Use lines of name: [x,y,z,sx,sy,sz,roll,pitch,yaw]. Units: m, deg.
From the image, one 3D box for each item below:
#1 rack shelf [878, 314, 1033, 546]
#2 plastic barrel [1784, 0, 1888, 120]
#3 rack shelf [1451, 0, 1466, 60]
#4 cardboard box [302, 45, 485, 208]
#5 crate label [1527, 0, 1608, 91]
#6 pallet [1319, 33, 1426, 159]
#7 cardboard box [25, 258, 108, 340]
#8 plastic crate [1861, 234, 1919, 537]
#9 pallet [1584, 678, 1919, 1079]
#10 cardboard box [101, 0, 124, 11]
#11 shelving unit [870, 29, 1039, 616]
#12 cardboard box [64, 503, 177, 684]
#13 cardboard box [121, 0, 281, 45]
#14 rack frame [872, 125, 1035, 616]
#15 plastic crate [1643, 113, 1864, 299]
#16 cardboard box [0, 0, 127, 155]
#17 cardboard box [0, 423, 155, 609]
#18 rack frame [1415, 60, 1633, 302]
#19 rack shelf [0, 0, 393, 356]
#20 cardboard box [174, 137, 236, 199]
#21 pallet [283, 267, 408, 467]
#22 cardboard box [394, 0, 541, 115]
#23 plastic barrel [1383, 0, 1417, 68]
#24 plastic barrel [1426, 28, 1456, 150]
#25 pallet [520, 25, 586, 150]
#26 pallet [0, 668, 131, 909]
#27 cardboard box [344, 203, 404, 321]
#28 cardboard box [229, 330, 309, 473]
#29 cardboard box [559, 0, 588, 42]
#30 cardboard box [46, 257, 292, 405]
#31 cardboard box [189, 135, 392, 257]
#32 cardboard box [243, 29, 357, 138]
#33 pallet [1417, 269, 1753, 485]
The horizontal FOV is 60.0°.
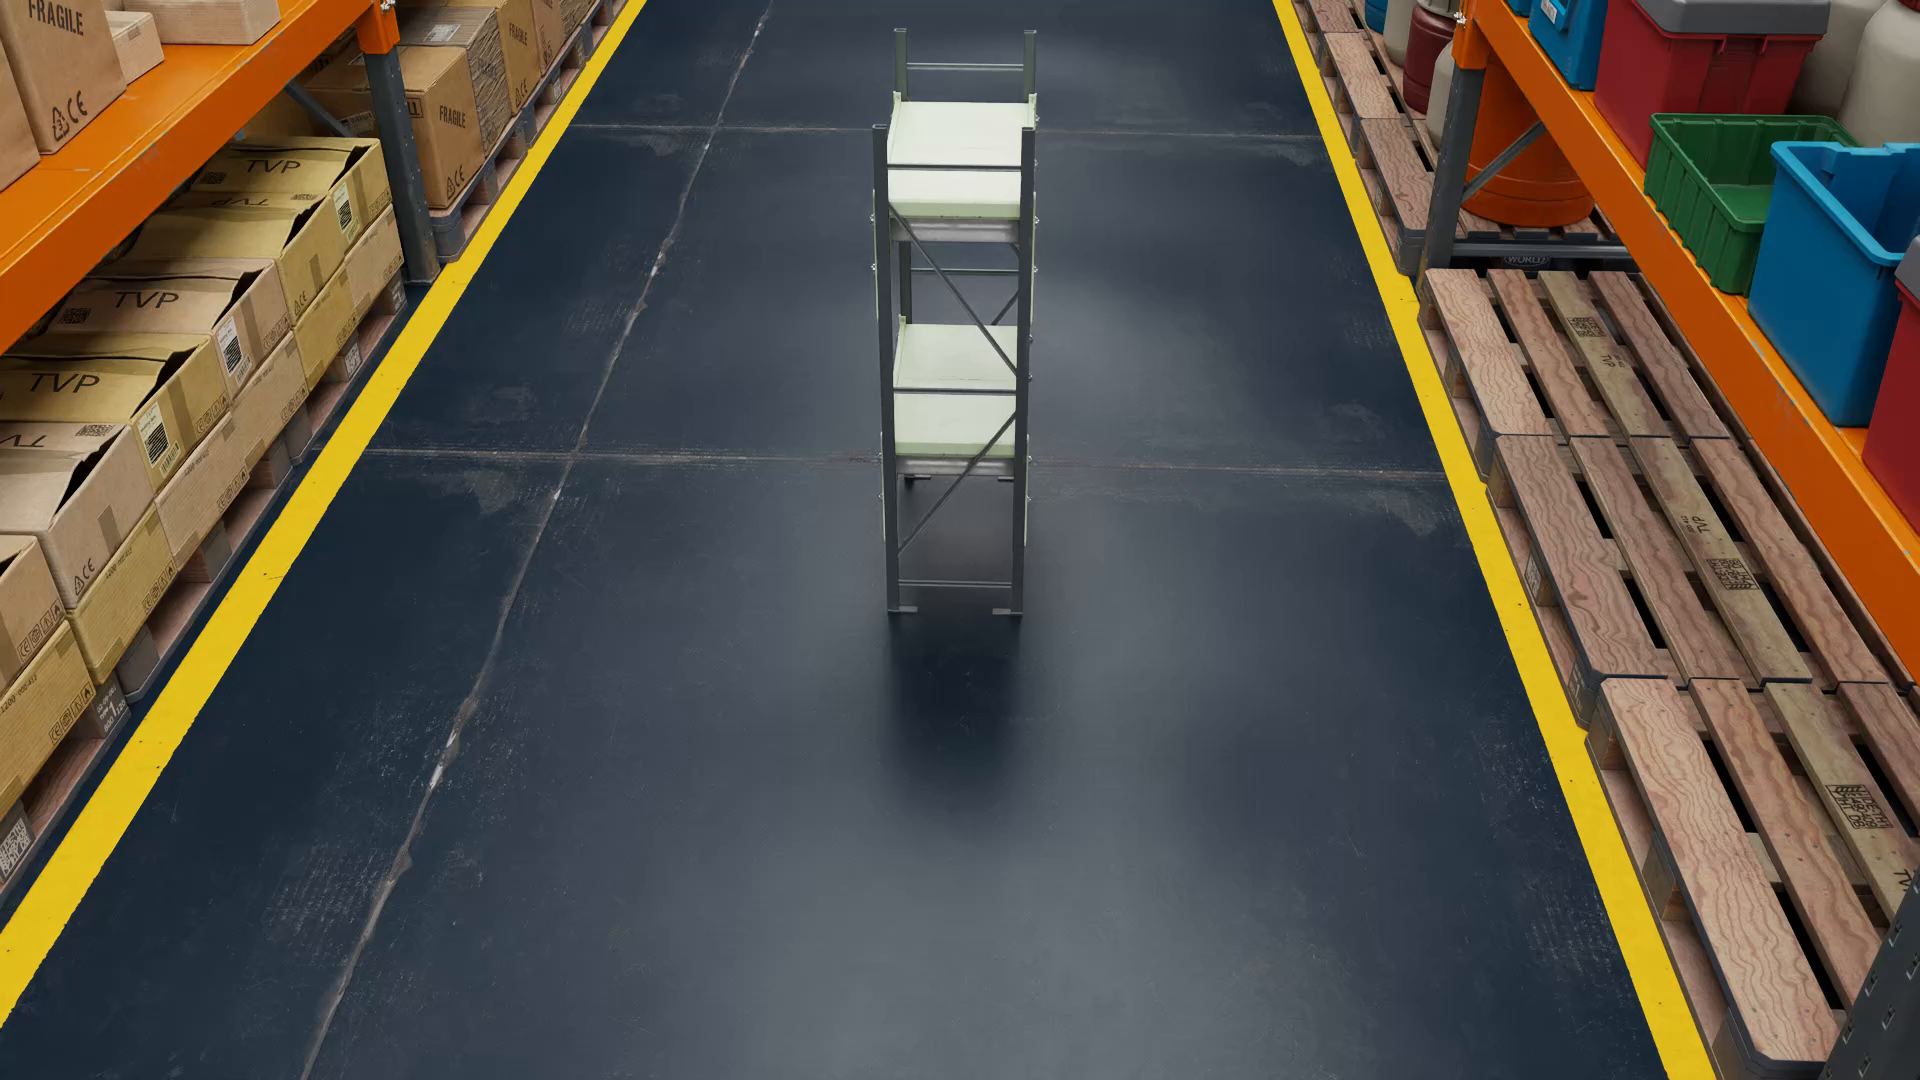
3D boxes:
rack shelf: [0.000,-0.343,5.001,0.431,0.370,0.720,1,35,2]
plastic barrel: [2.478,-1.391,4.523,0.421,0.512,0.421,0,35,0]
rack shelf: [2.403,-3.038,7.590,1.077,0.370,4.000,1,35,2]
cardboard box: [-2.322,-1.712,6.869,0.500,0.500,0.500,3,35,4]
crate label: [2.013,-1.633,4.934,0.502,0.435,0.616,1,35,2]
pallet: [2.365,-2.195,8.190,1.003,0.211,1.213,1,35,2]
cardboard box: [-2.976,-0.687,5.157,0.500,0.311,0.500,0,35,1]
plastic crate: [1.876,-0.197,2.865,0.402,0.464,0.583,1,35,2]
pallet: [2.155,0.804,3.923,1.003,0.211,1.213,1,35,2]
cardboard box: [-2.856,-1.754,5.215,0.500,0.311,0.500,1,35,1]
shelving unit: [0.000,-0.610,4.813,0.431,1.500,0.755,1,35,2]
cardboard box: [-2.483,0.134,4.477,0.500,0.250,0.500,0,35,0]
cardboard box: [-2.386,-1.674,5.242,0.380,0.149,0.250,1,35,2]
rack frame: [-0.015,-0.399,4.514,0.400,1.500,0.023,1,35,2]
plastic crate: [1.950,-0.806,3.972,0.450,0.188,0.662,1,35,2]
cardboard box: [-2.677,-1.376,4.513,0.500,0.500,0.500,0,35,-1]
cardboard box: [-2.476,-0.095,4.314,0.500,0.311,0.500,0,35,0]
rack frame: [2.323,-2.183,5.748,1.000,3.000,0.127,1,35,2]
rack shelf: [-2.707,-0.856,4.486,1.077,0.370,4.000,1,35,2]
cardboard box: [-2.941,-1.282,6.004,0.500,0.311,0.500,2,35,3]
pallet: [-2.698,-0.687,6.044,1.003,0.211,1.213,1,35,2]
cardboard box: [-2.282,-2.301,7.707,0.500,0.500,0.500,1,35,1]
plastic barrel: [2.304,-2.594,8.131,0.421,0.512,0.421,0,35,0]
plastic barrel: [2.259,-1.945,7.208,0.421,0.512,0.421,0,35,0]
pallet: [-2.507,-2.286,8.319,1.003,0.211,1.213,1,35,2]
pallet: [-2.796,0.715,4.049,1.003,0.211,1.213,1,35,2]
cardboard box: [-2.404,-1.039,6.146,0.500,0.250,0.500,2,35,3]
cardboard box: [-2.444,-0.454,5.313,0.500,0.250,0.500,2,35,3]
cardboard box: [-2.248,-2.893,8.549,0.500,0.500,0.500,2,35,2]
cardboard box: [-2.439,-0.681,5.148,0.500,0.311,0.500,1,35,2]
cardboard box: [-2.401,-1.270,5.986,0.500,0.311,0.500,2,35,3]
cardboard box: [-2.823,-2.000,7.278,0.500,0.500,0.500,3,35,4]
pallet: [2.253,-0.598,5.918,1.003,0.211,1.213,1,35,2]
